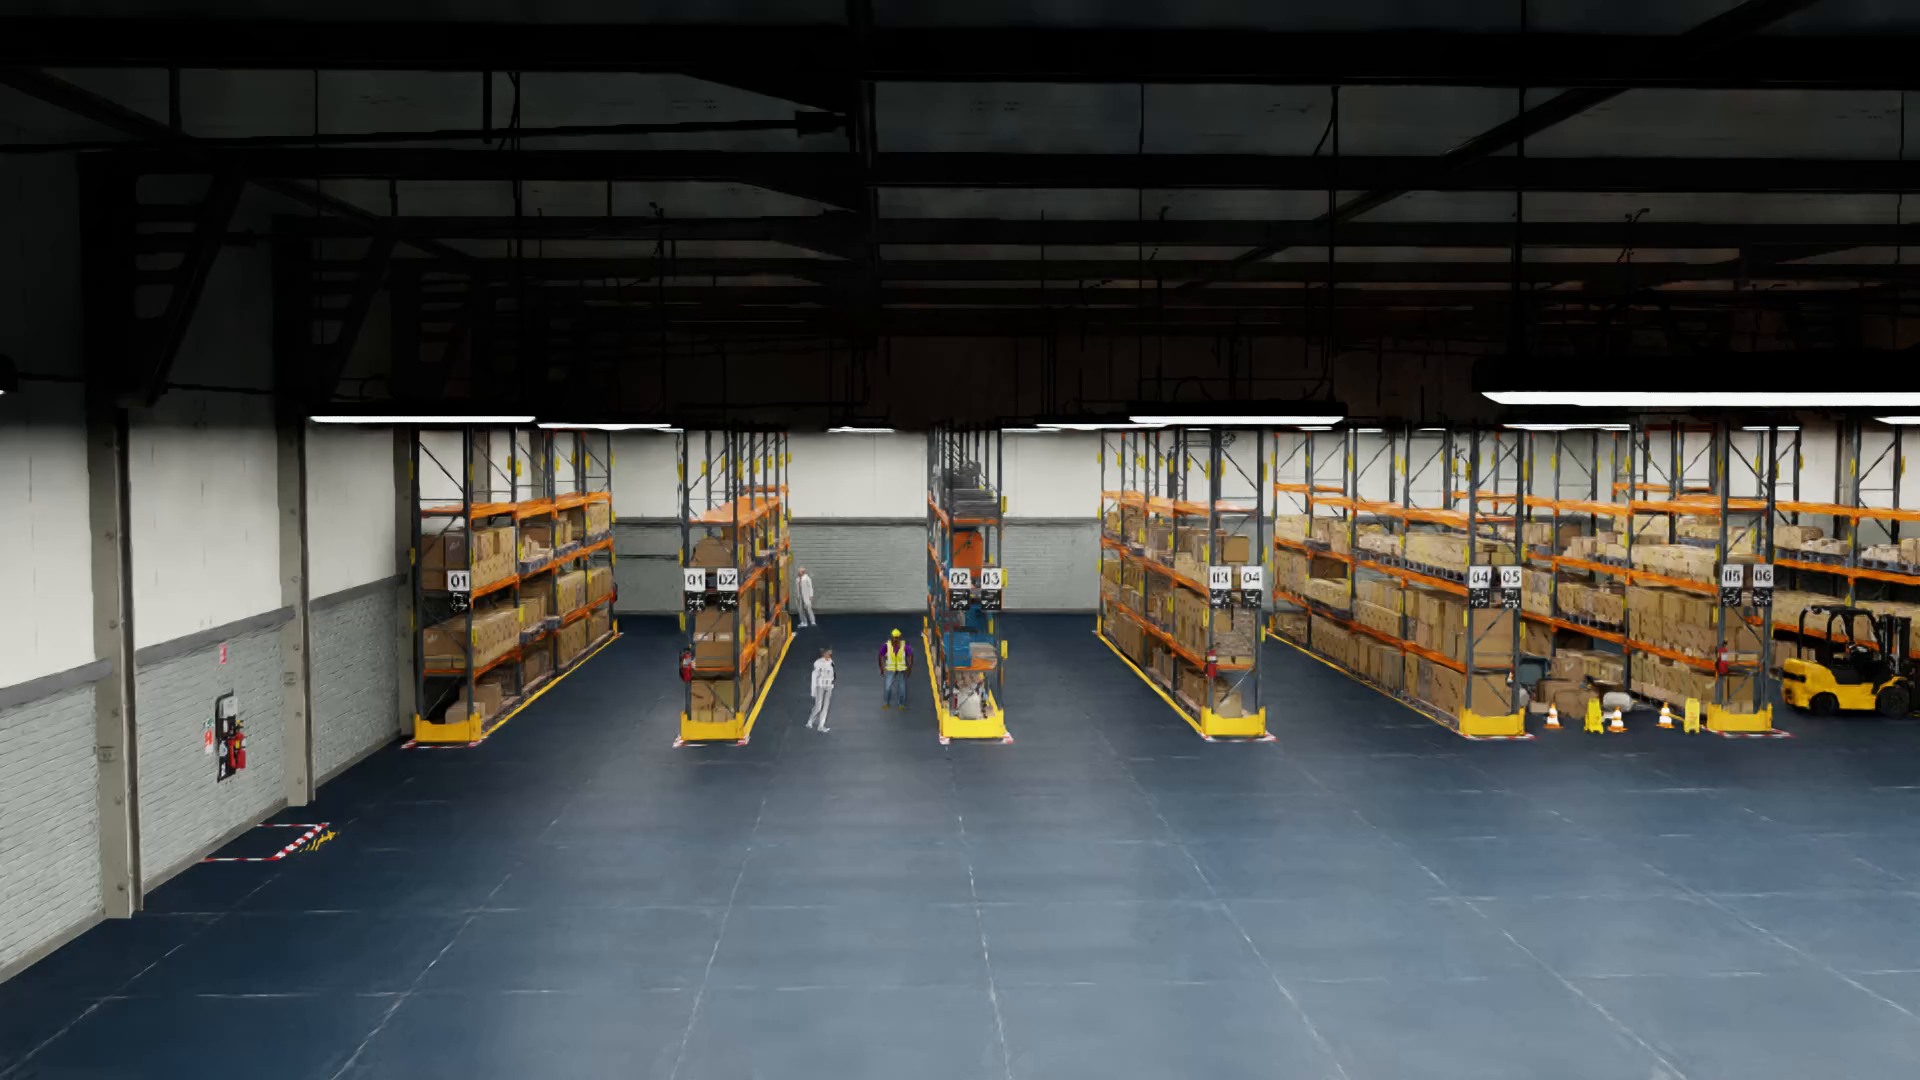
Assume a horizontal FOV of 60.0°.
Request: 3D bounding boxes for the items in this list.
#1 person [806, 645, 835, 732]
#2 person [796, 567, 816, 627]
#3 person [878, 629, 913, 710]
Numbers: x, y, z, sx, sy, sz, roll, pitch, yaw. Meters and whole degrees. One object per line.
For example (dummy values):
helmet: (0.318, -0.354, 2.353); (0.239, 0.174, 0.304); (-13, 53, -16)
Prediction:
person: (-2.676, 2.844, 32.022); (0.530, 1.668, 0.521); (-3, 5, -40)
person: (-4.585, 1.679, 49.457); (0.612, 1.767, 0.622); (2, 4, 33)
person: (-1.333, 2.675, 34.343); (0.719, 1.714, 0.578); (0, 4, -4)
